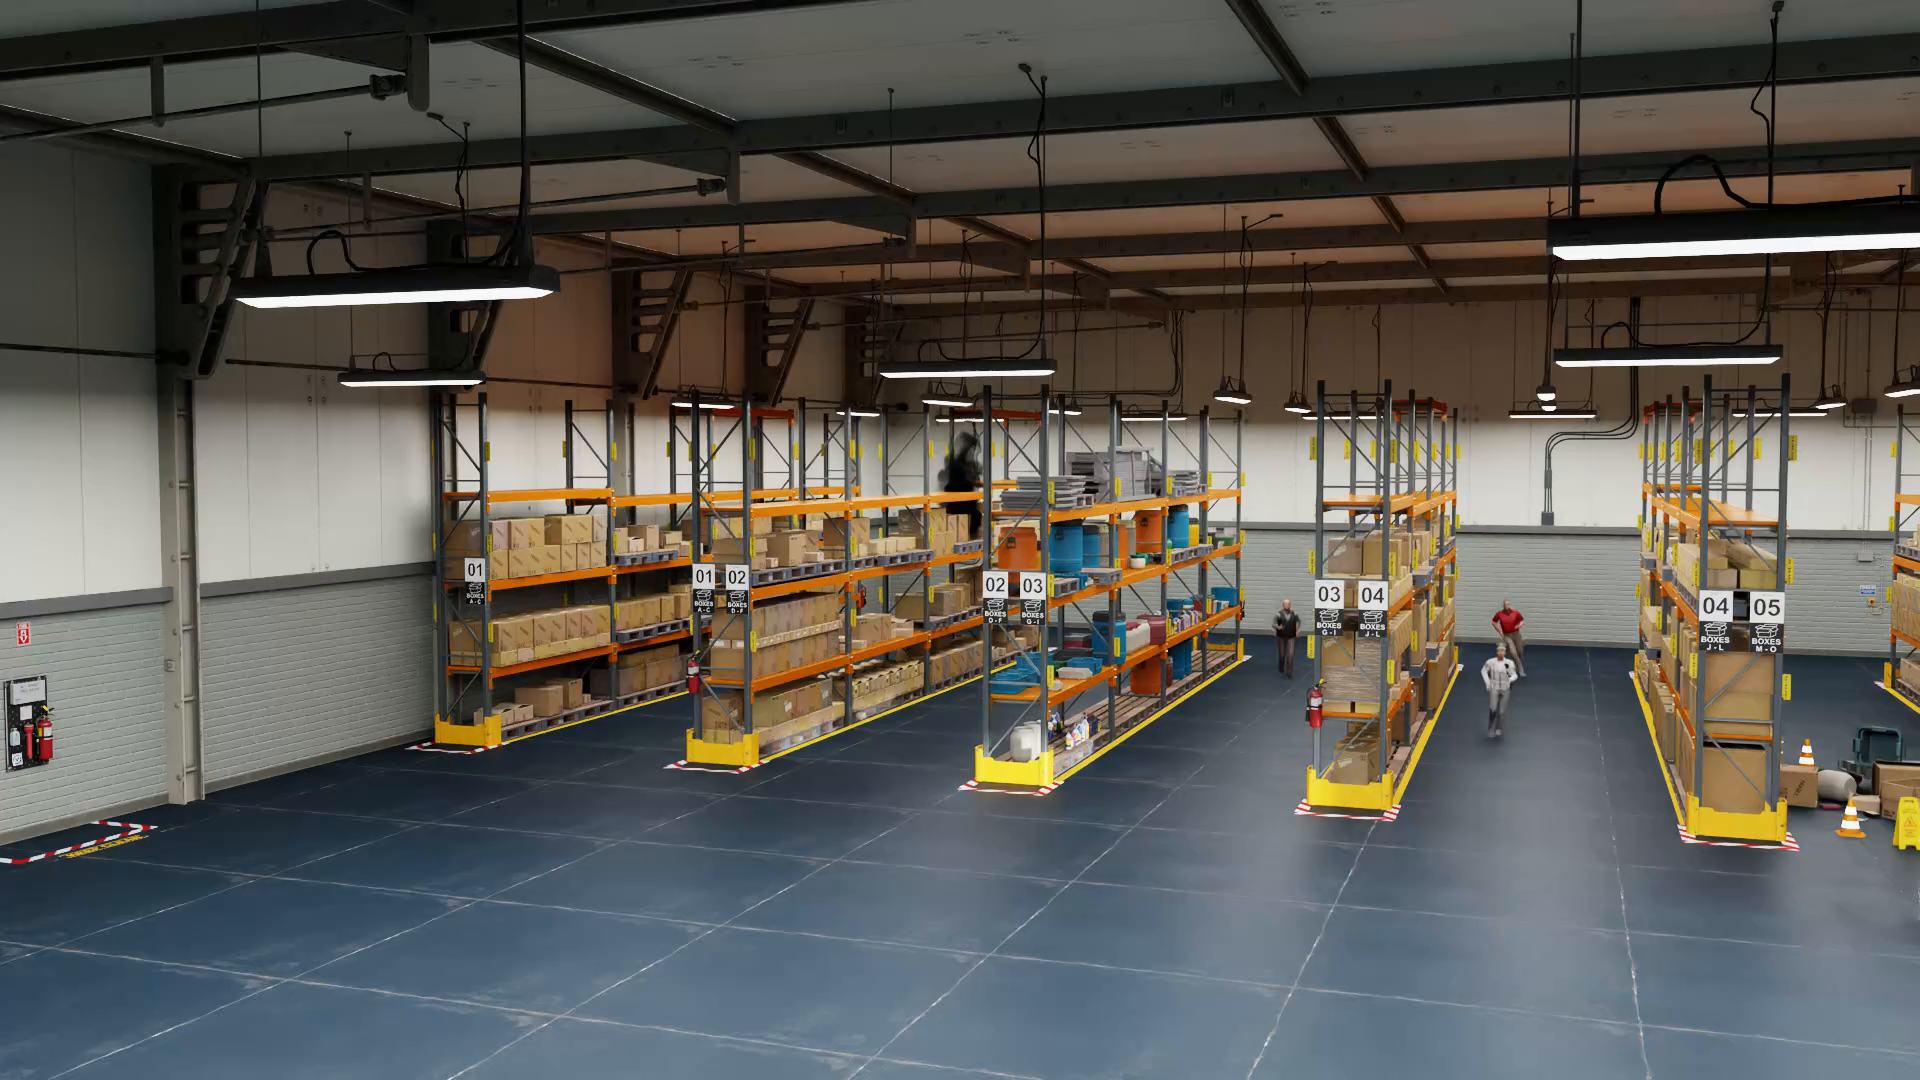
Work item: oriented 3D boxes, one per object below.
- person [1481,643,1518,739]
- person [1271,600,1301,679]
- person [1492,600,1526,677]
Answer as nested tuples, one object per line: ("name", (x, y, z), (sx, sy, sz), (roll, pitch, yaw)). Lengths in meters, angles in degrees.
("person", (9.376, 2.611, 28.920), (0.575, 1.666, 0.639), (1, 3, 14))
("person", (7.197, 2.162, 36.634), (0.671, 1.693, 0.951), (0, 3, 4))
("person", (12.335, 2.181, 37.342), (0.698, 1.688, 0.928), (0, 3, 5))
